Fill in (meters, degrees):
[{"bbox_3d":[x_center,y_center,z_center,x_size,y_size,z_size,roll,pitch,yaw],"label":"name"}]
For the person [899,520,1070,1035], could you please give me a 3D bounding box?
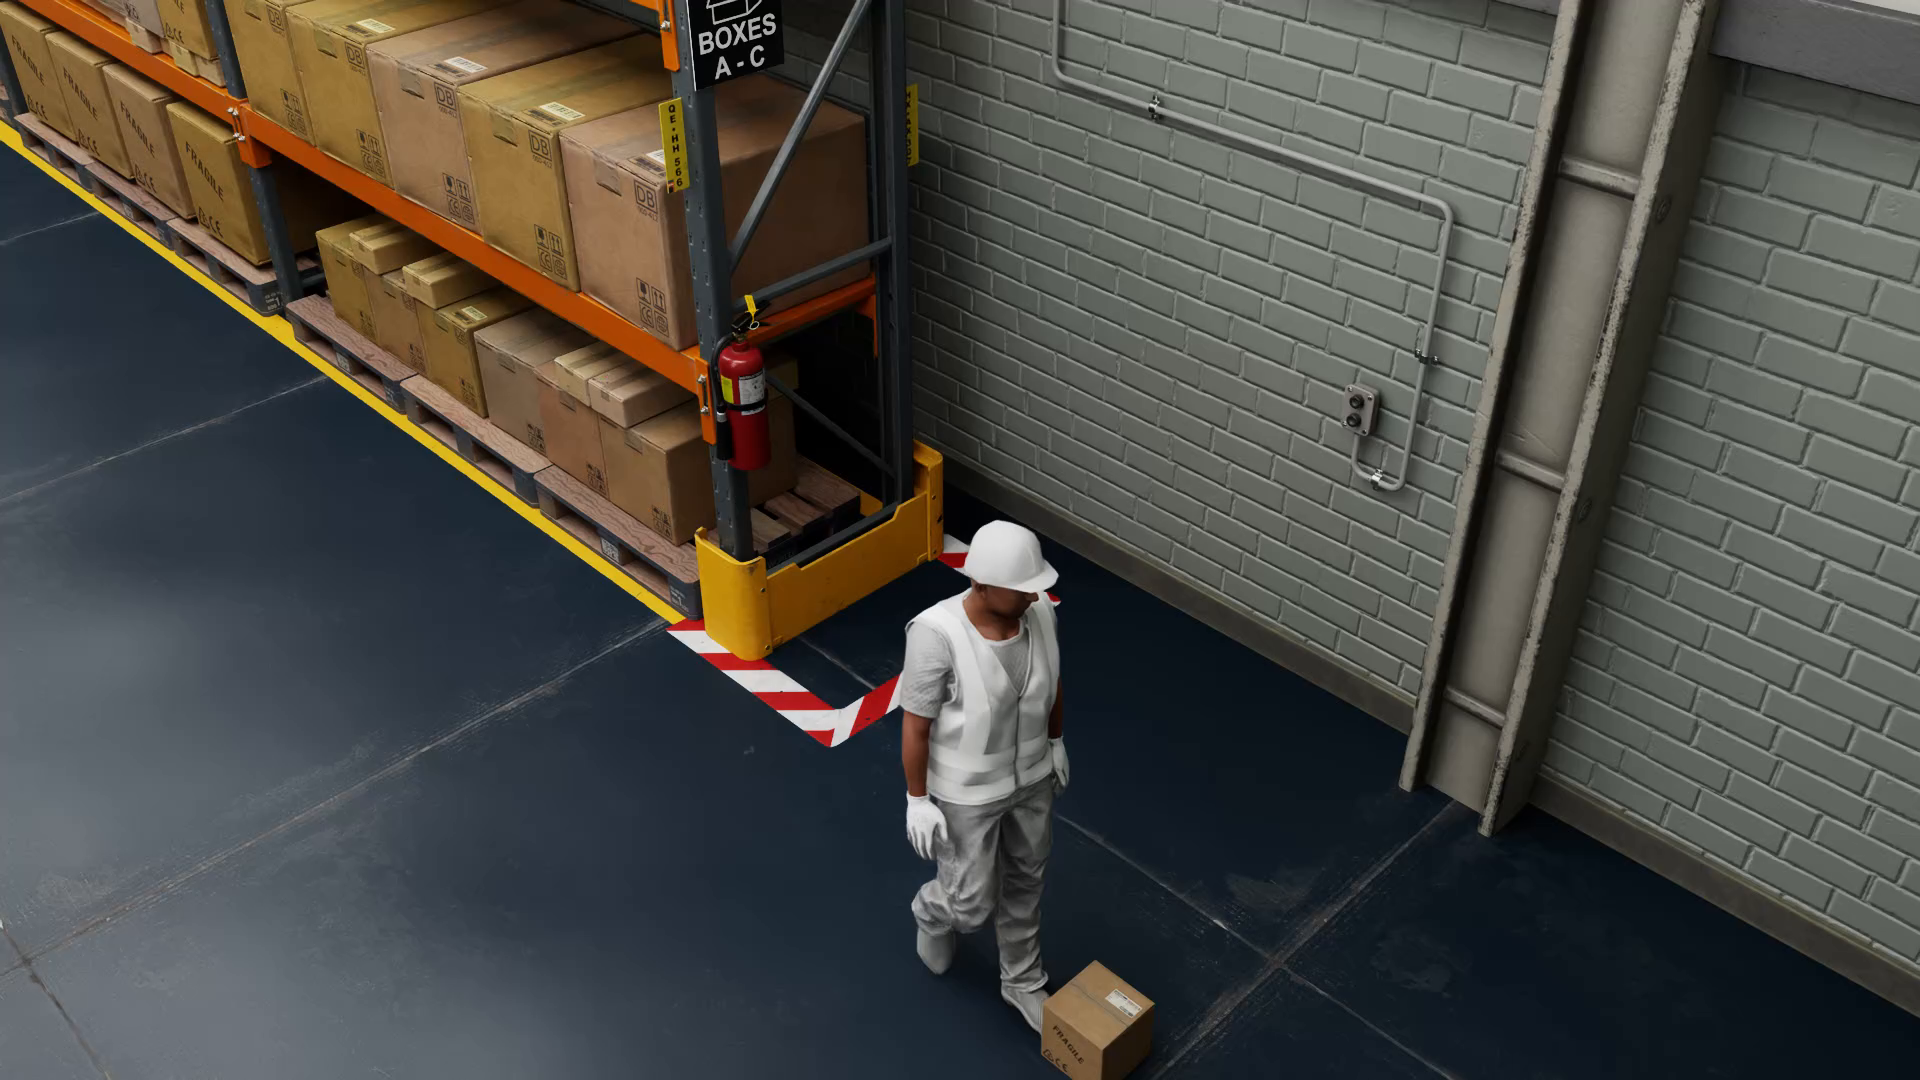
[{"bbox_3d":[0.130,0.757,5.044,0.625,1.770,0.651,-23,41,-29],"label":"person"}]
